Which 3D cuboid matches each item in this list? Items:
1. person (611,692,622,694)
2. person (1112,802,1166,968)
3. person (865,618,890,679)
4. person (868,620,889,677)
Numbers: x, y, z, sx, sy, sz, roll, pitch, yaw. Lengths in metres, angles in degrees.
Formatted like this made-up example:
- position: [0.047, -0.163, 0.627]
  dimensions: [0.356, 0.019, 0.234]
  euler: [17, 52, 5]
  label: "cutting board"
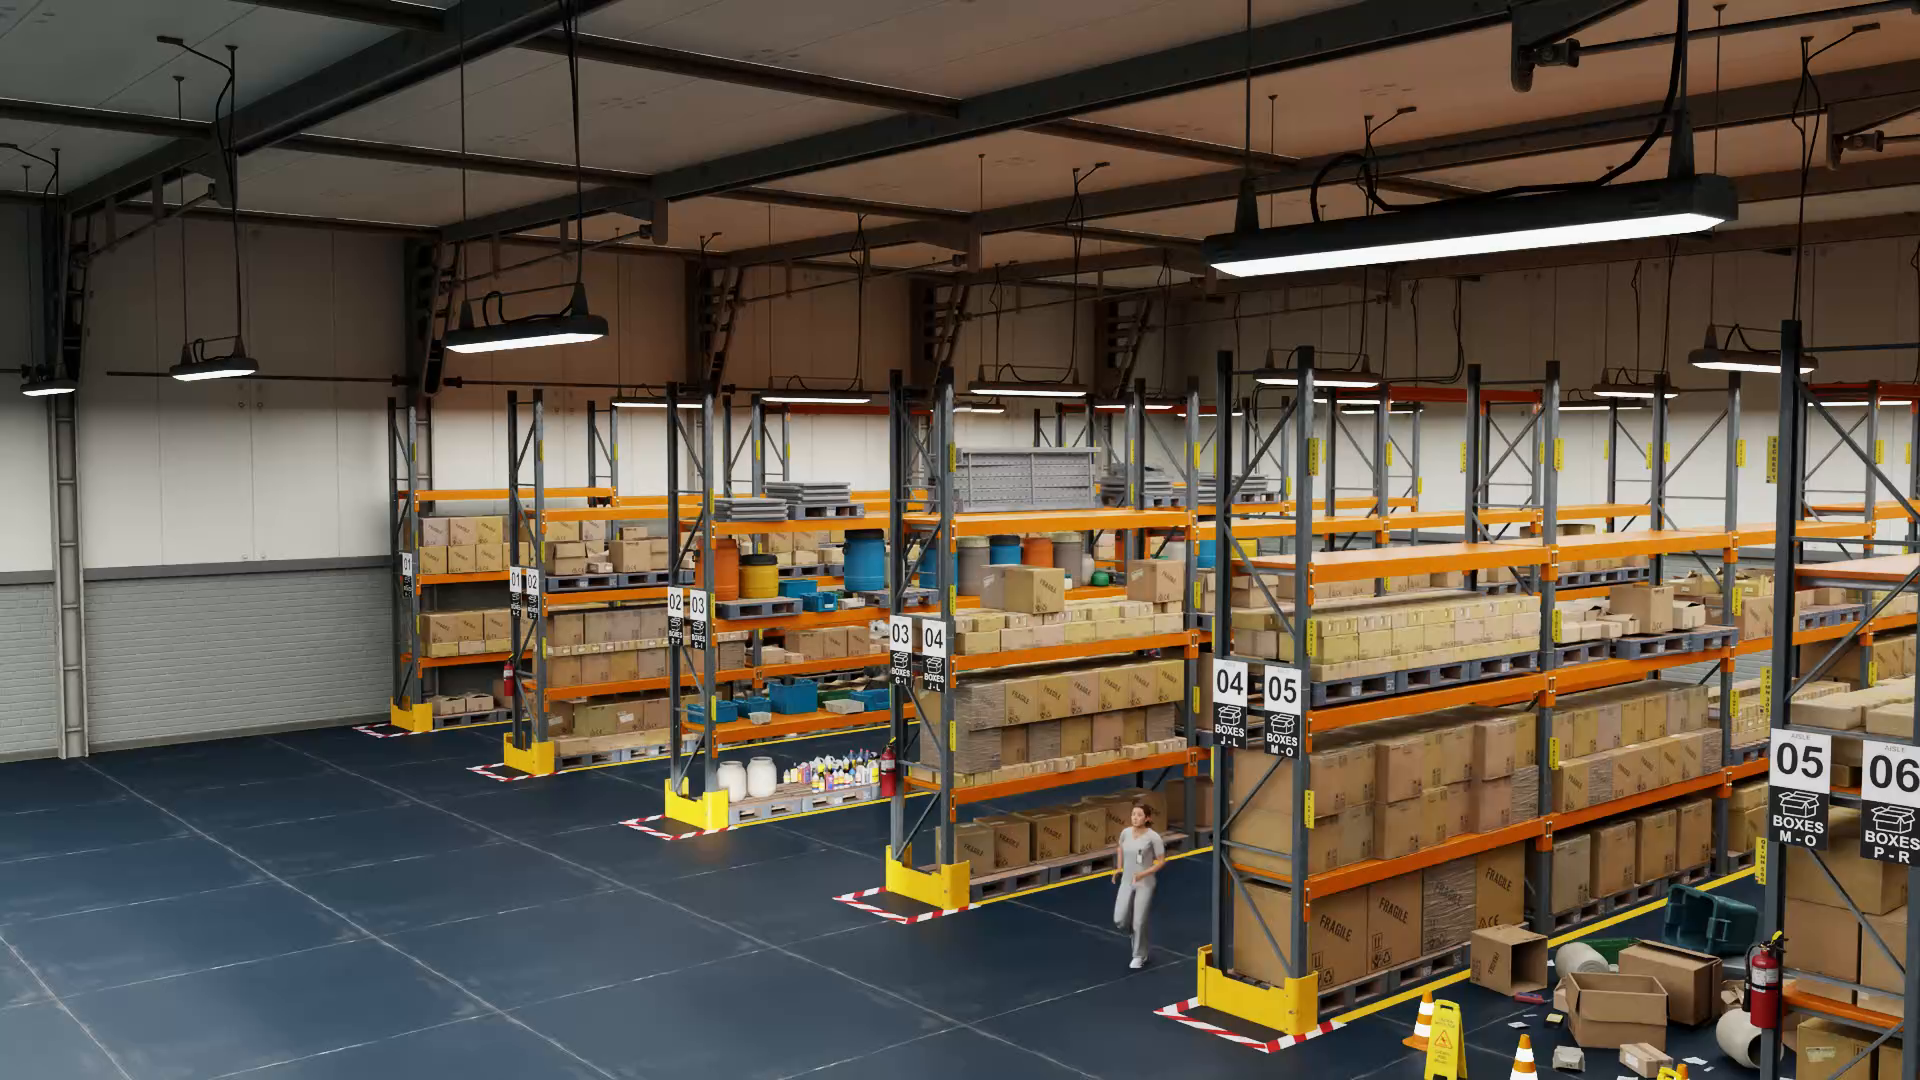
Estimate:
- position: [-6.129, 2.635, 29.400]
  dimensions: [0.583, 1.624, 0.606]
  euler: [-3, 5, -44]
  label: "person"
- position: [1.746, 3.399, 16.387]
  dimensions: [0.566, 1.632, 0.548]
  euler: [2, 4, 31]
  label: "person"
- position: [-1.593, 2.183, 32.776]
  dimensions: [0.712, 1.717, 0.599]
  euler: [-3, 4, -38]
  label: "person"
- position: [-1.665, 2.153, 33.704]
  dimensions: [0.522, 1.529, 0.539]
  euler: [2, 4, 35]
  label: "person"
